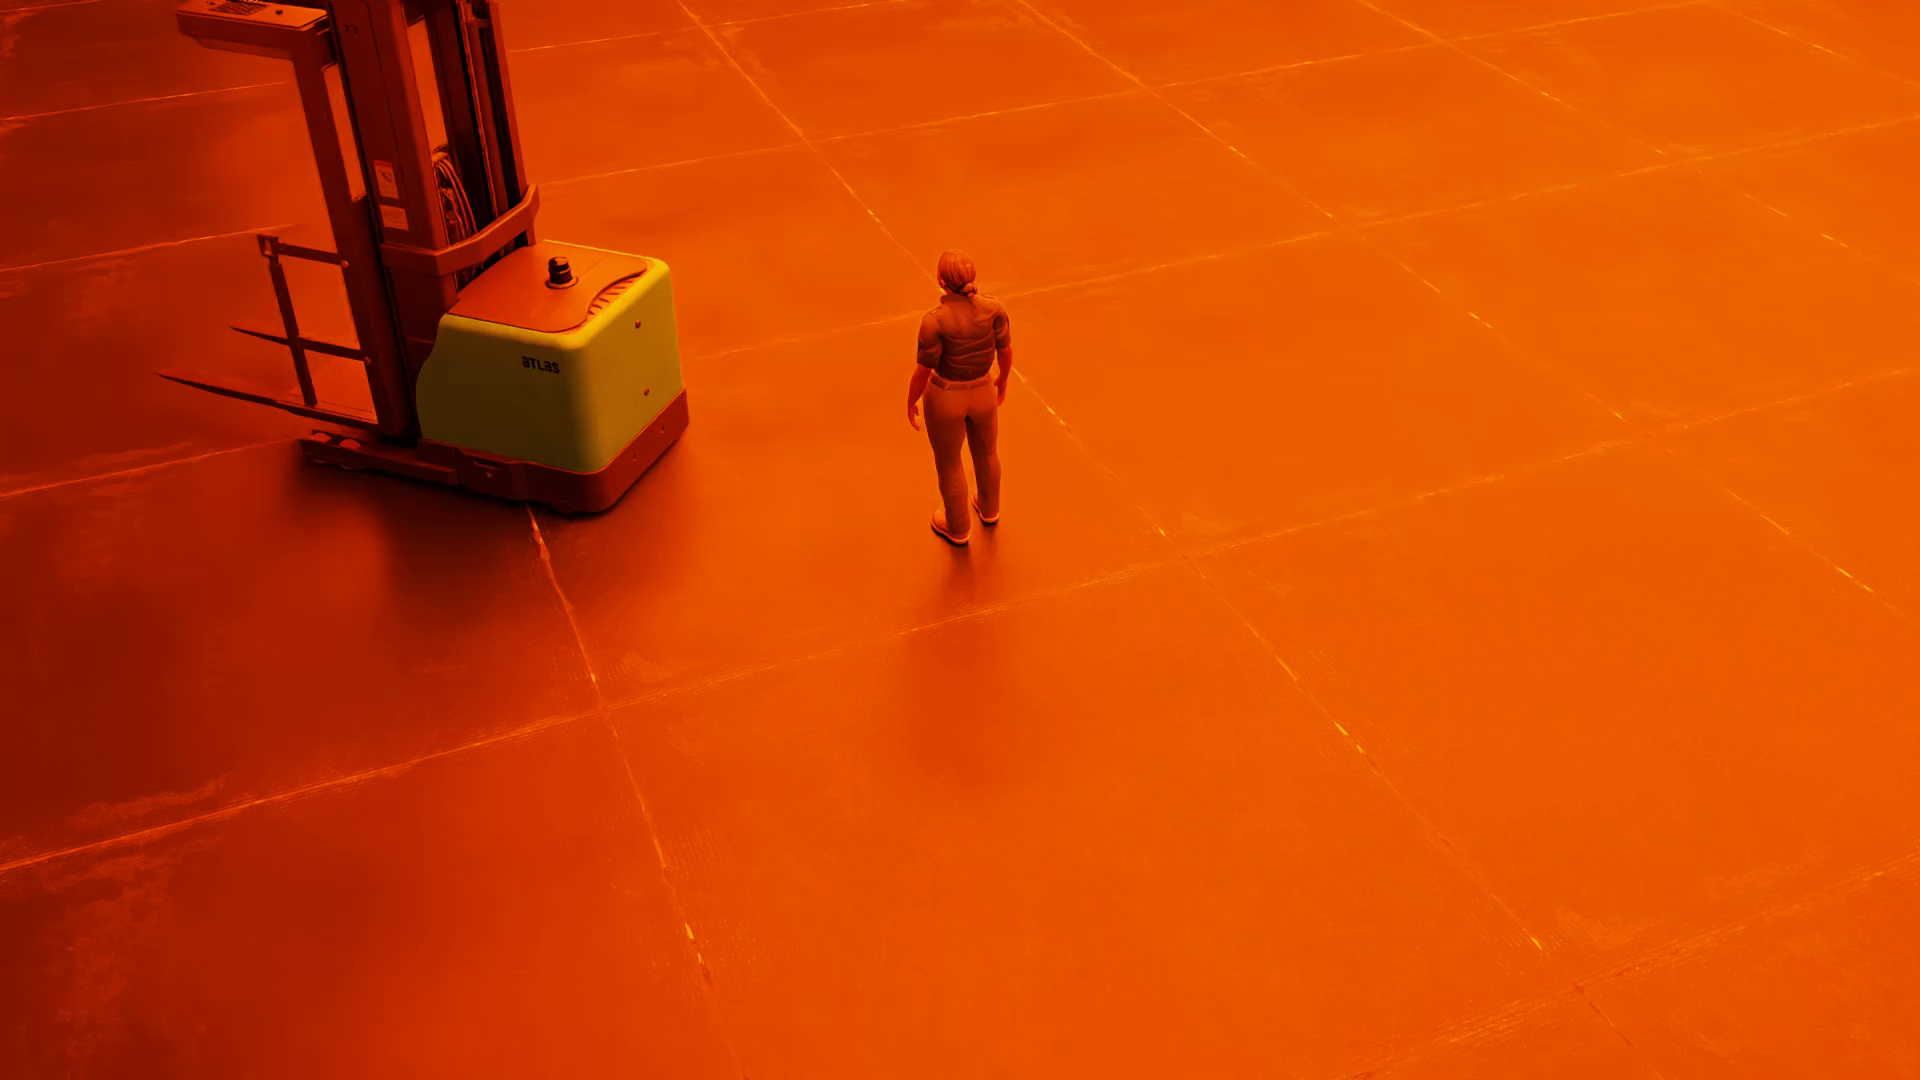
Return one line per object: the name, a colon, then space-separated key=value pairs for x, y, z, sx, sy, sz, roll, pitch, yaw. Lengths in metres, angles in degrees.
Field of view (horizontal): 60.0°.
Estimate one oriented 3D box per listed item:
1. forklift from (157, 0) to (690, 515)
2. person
forklift: x=-3.106 y=-1.854 z=8.705 sx=3.031 sy=2.935 sz=1.130 roll=12 pitch=37 yaw=17
person: x=-0.016 y=-0.731 z=8.216 sx=0.569 sy=1.654 sz=0.504 roll=-14 pitch=38 yaw=-19
